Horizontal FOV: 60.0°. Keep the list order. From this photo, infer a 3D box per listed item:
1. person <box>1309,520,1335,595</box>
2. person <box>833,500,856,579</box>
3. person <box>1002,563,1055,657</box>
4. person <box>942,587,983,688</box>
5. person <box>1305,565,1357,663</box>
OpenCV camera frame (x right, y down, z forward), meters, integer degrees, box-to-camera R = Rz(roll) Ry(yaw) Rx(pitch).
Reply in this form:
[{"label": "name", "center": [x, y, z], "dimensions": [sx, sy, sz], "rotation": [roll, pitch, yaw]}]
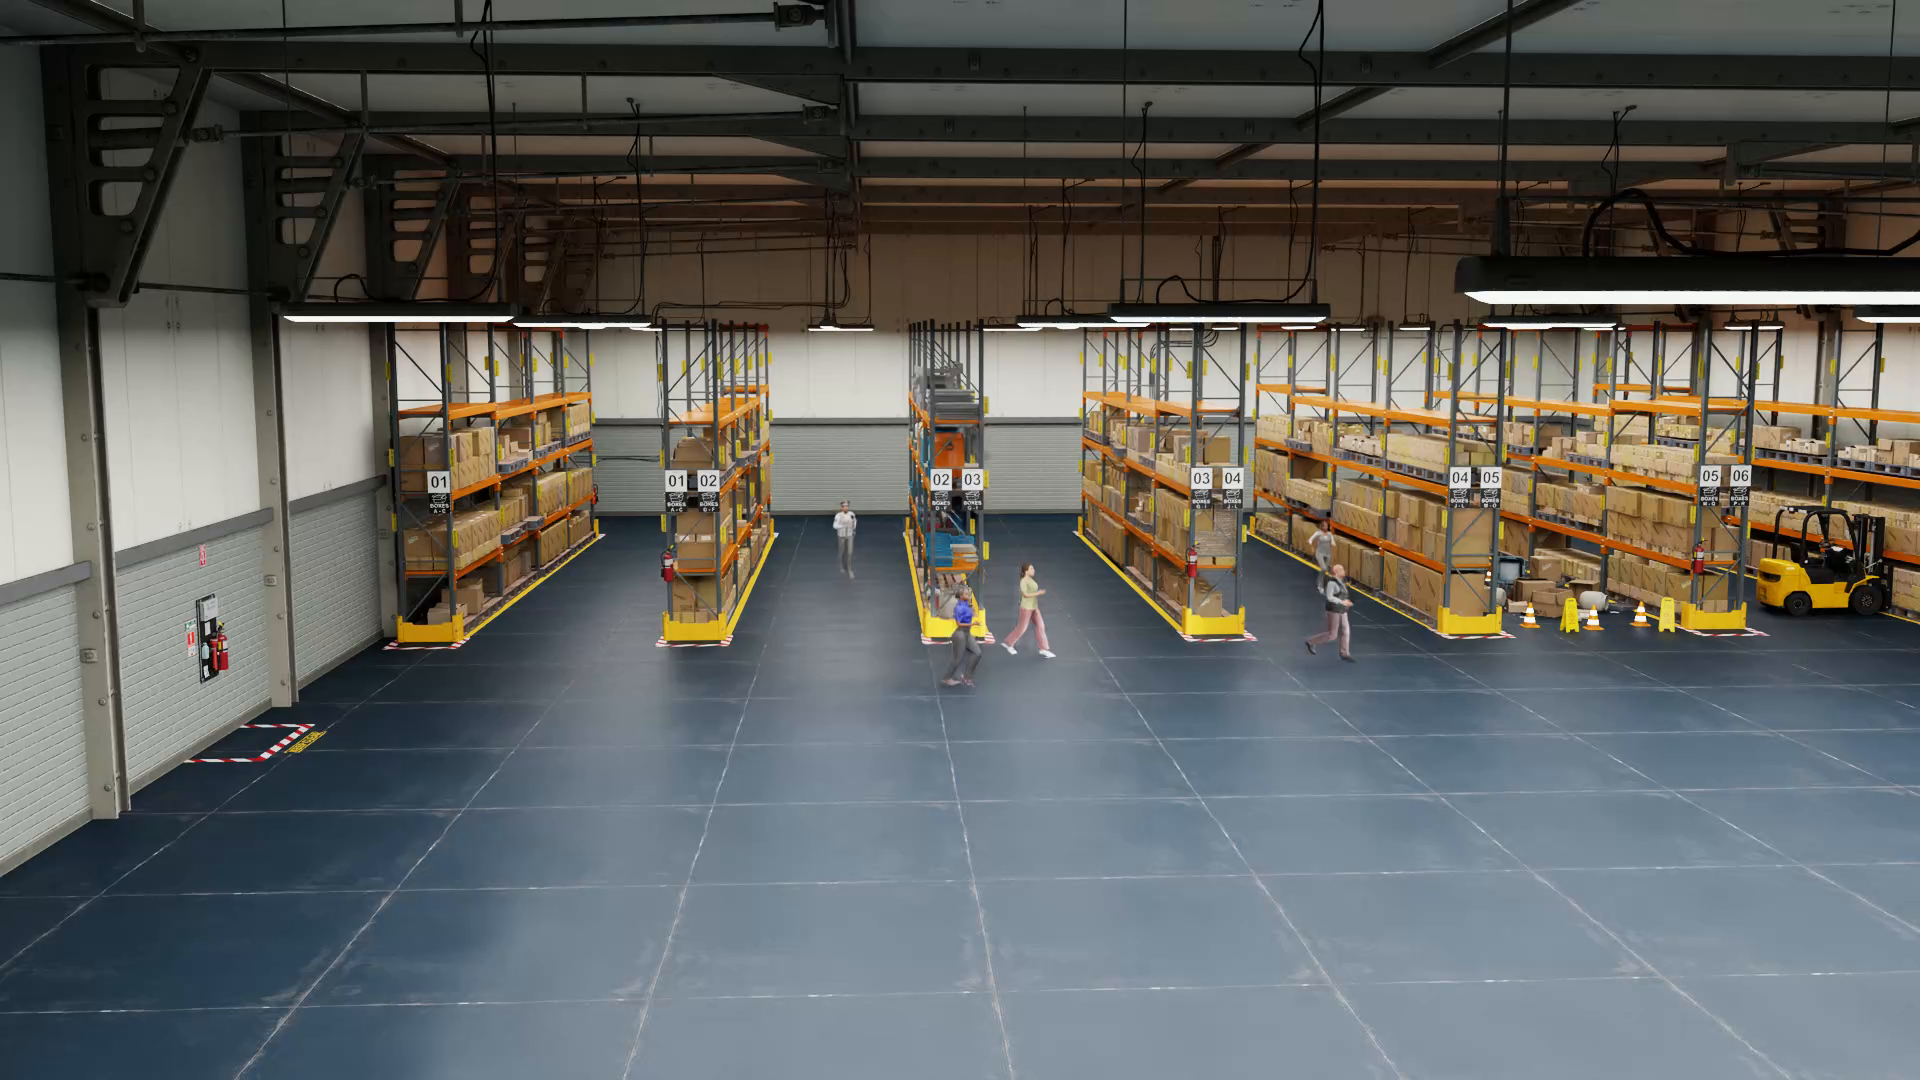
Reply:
[{"label": "person", "center": [8.036, 0.386, 36.822], "dimensions": [0.503, 1.644, 0.710], "rotation": [-2, 7, -14]}, {"label": "person", "center": [-2.585, -0.032, 37.580], "dimensions": [0.557, 1.764, 0.782], "rotation": [-1, 7, -11]}, {"label": "person", "center": [1.213, 1.231, 29.475], "dimensions": [0.953, 1.670, 0.562], "rotation": [3, 8, 25]}, {"label": "person", "center": [0.058, 1.603, 26.945], "dimensions": [0.710, 1.682, 0.551], "rotation": [3, 8, 20]}, {"label": "person", "center": [6.565, 1.280, 29.212], "dimensions": [0.905, 1.726, 0.669], "rotation": [5, 9, 35]}]
